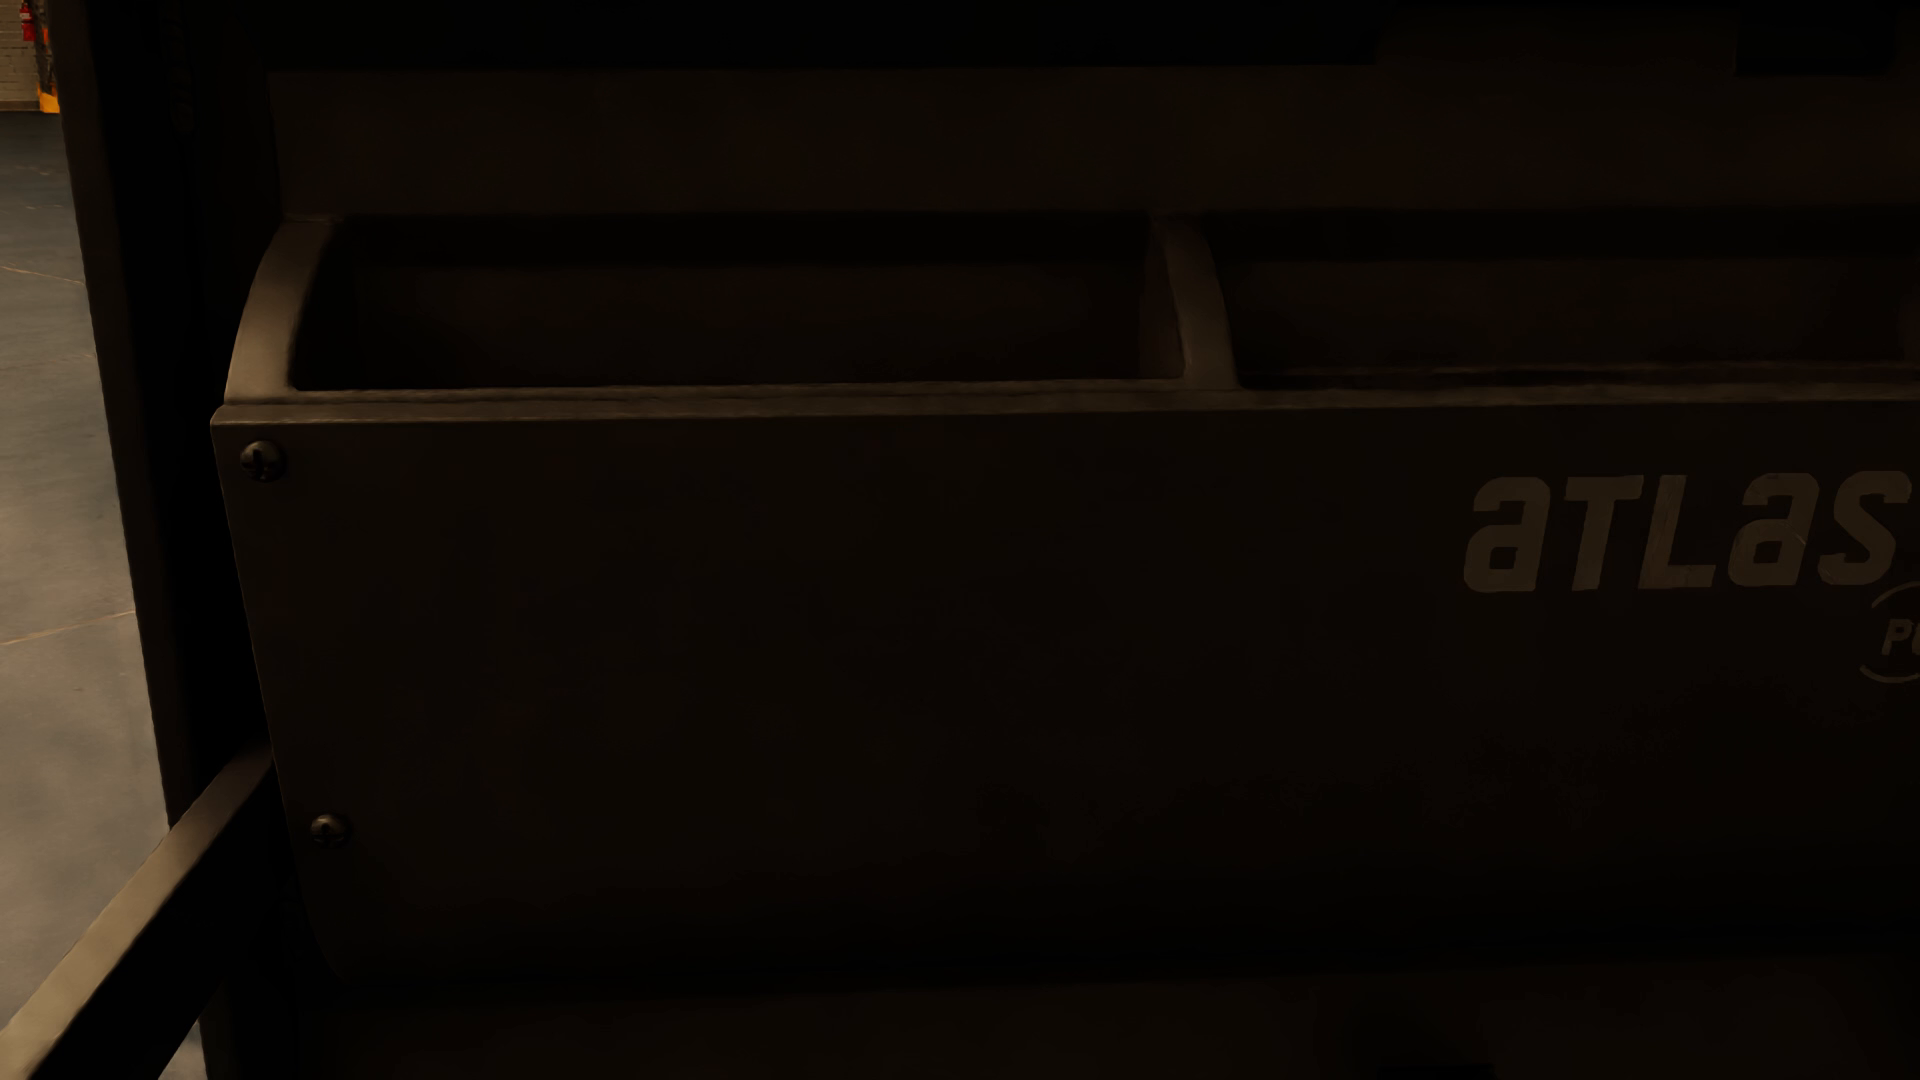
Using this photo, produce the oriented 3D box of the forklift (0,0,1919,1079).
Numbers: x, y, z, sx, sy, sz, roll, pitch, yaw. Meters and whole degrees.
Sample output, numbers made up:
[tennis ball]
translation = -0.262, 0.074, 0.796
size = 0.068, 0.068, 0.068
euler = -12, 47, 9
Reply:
[forklift]
translation = 0.139, -0.488, 0.503
size = 1.130, 2.935, 3.031
euler = -1, 17, -4
